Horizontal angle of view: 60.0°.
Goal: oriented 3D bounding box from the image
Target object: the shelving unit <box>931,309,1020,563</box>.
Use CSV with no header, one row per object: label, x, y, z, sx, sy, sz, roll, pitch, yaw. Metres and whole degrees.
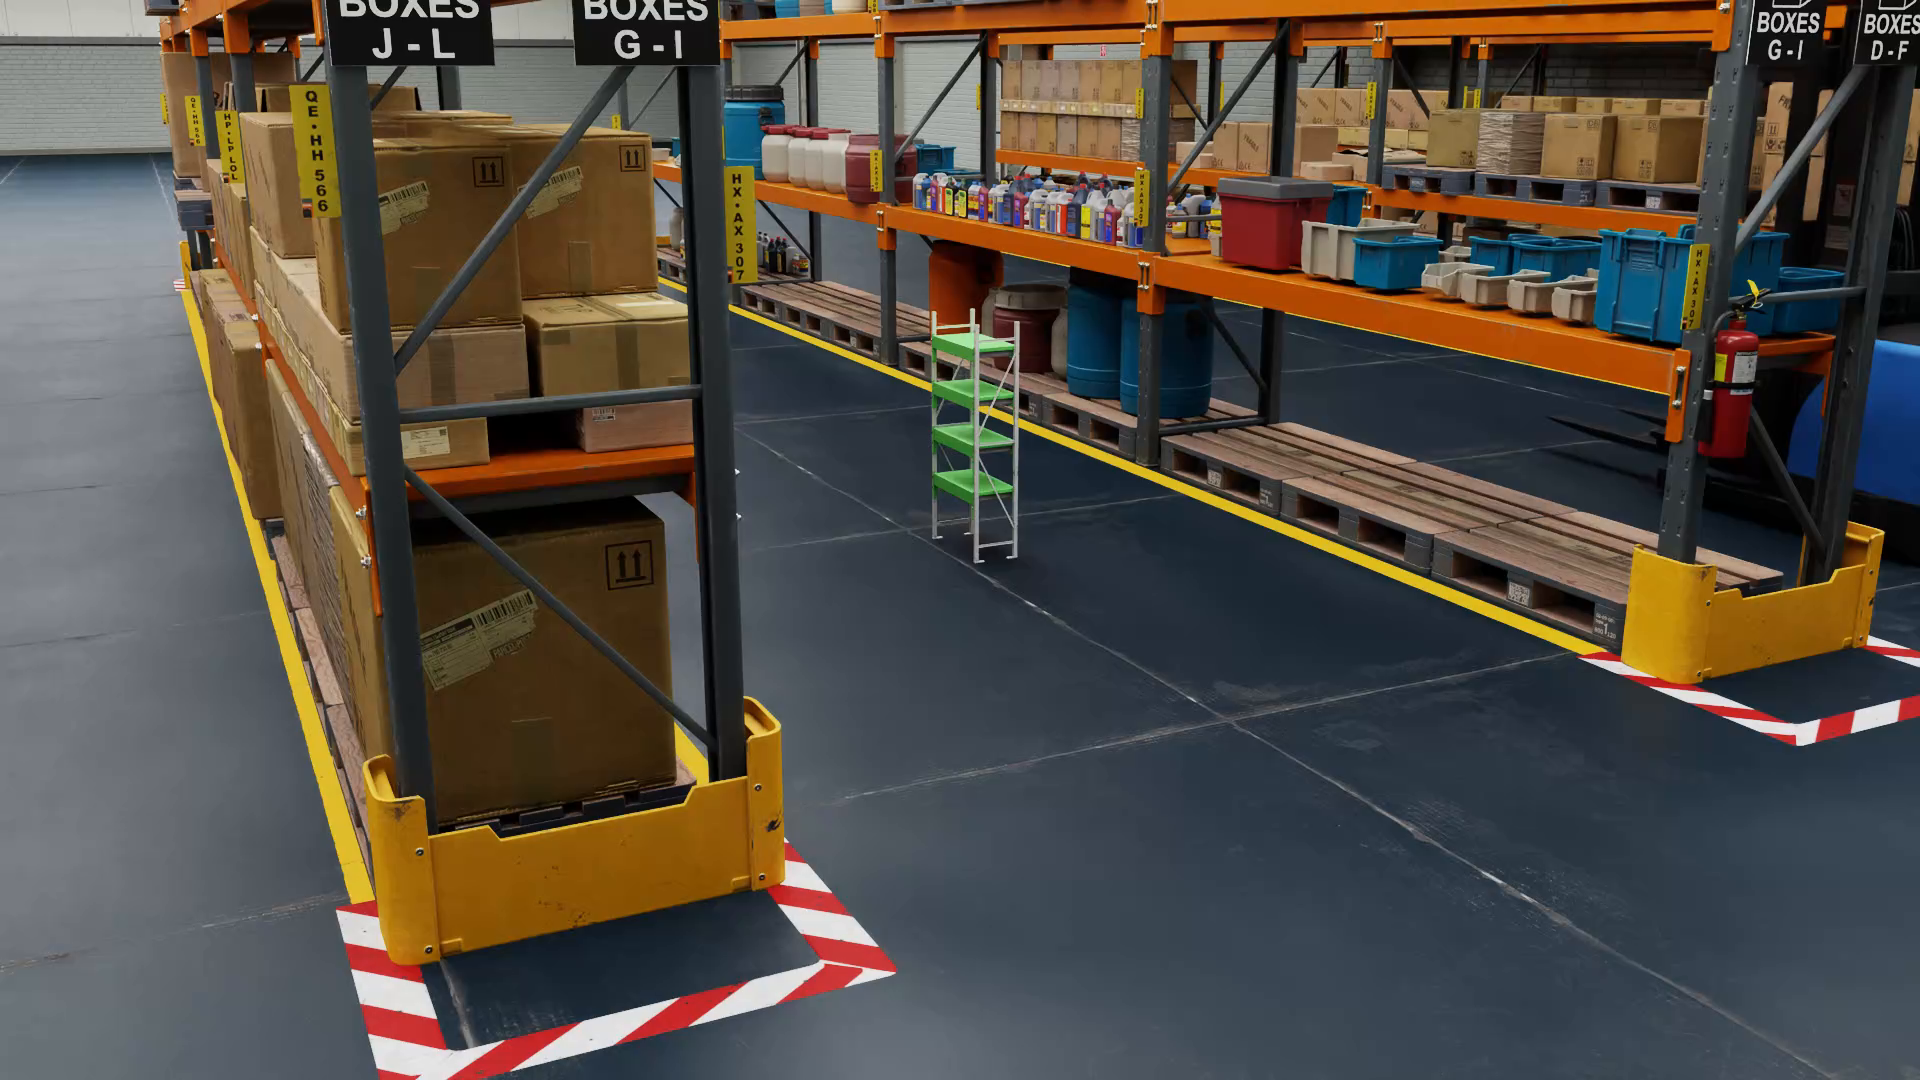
shelving unit,0.072,-0.536,8.442,0.258,1.200,0.503,-8,18,-25

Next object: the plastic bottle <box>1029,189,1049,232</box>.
plastic bottle,0.569,-2.266,11.433,0.152,0.276,0.135,-8,18,-25

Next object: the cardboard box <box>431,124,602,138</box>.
cardboard box,-1.546,-1.205,5.883,0.500,0.500,0.500,-8,18,-26

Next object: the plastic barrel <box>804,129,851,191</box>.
plastic barrel,-1.198,-3.456,15.110,0.433,0.535,0.433,0,16,0

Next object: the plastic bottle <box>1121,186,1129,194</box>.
plastic bottle,1.180,-2.378,11.834,0.097,0.271,0.097,0,16,0

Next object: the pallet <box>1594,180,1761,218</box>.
pallet,5.776,-2.677,12.989,1.003,0.211,1.213,-8,18,-25

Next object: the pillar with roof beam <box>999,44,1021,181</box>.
pillar with roof beam,-2.821,-11.403,32.172,9.100,9.000,0.400,-8,18,-25

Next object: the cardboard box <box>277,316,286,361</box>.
cardboard box,-2.480,-0.806,6.577,0.380,0.149,0.250,-7,18,-24

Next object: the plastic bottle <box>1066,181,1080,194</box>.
plastic bottle,0.834,-2.501,12.238,0.061,0.283,0.133,-8,18,-25

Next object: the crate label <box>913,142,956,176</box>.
crate label,-0.371,-3.248,14.567,0.502,0.435,0.616,-8,18,-25

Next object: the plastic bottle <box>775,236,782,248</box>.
plastic bottle,-1.995,-3.179,18.396,0.144,0.351,0.185,-8,18,-27

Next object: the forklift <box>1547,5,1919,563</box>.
forklift,4.703,-1.649,9.184,1.130,2.935,3.031,-7,17,-23

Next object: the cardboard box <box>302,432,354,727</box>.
cardboard box,-1.877,0.075,6.142,0.875,0.875,0.875,-8,18,-25

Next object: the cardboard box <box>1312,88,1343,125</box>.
cardboard box,5.369,-6.152,23.628,0.500,0.500,0.500,-8,18,-25

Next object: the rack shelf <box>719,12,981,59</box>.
rack shelf,-1.055,-4.544,15.013,1.077,0.370,4.000,-8,18,-25

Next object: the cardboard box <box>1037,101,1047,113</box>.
cardboard box,1.203,-5.514,21.170,0.380,0.149,0.250,-8,18,-27

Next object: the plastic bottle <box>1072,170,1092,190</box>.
plastic bottle,0.915,-2.552,12.294,0.144,0.351,0.185,-8,18,-25

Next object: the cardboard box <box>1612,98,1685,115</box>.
cardboard box,7.946,-4.830,19.166,0.700,0.500,0.500,-8,18,-25

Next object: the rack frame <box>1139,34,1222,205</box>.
rack frame,2.523,-4.542,19.139,1.000,3.000,0.127,-8,18,-25

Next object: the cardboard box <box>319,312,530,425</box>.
cardboard box,-1.577,-0.529,4.888,0.500,0.250,0.500,-8,18,-26

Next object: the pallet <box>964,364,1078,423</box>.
pallet,0.734,-1.119,12.268,1.003,0.211,1.213,-8,18,-25

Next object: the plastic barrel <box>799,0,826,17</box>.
plastic barrel,-1.227,-5.365,15.660,0.600,0.901,0.600,0,16,0

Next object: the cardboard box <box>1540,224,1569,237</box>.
cardboard box,7.583,-3.848,20.458,0.700,0.500,0.500,-8,18,-26

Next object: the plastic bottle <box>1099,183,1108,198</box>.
plastic bottle,0.925,-2.188,11.027,0.144,0.351,0.185,-8,18,-25

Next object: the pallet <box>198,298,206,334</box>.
pallet,-6.710,-2.167,15.920,1.003,0.211,1.213,-8,18,-25

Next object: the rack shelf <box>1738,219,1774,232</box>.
rack shelf,6.904,-1.716,10.597,1.077,0.370,4.000,-8,18,-25

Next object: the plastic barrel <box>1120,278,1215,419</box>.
plastic barrel,1.350,-1.290,10.852,0.600,0.901,0.708,-8,18,-25

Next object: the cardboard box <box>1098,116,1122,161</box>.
cardboard box,2.086,-4.829,19.959,0.700,0.500,0.500,-8,18,-25

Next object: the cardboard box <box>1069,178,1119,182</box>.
cardboard box,1.724,-4.431,21.617,0.500,0.500,0.500,-8,18,-25

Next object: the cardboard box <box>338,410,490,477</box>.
cardboard box,-1.579,-0.298,4.805,0.380,0.149,0.250,-7,18,-24

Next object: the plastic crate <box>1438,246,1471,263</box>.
plastic crate,2.607,-1.467,8.794,0.293,0.136,0.466,-8,18,-25

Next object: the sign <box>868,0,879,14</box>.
sign,-0.670,-4.275,12.963,0.100,0.325,0.005,-8,18,-25

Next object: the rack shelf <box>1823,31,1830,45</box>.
rack shelf,9.603,-4.749,15.729,1.077,0.370,4.000,-8,18,-25

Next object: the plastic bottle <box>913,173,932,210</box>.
plastic bottle,-0.280,-2.746,13.107,0.152,0.276,0.135,-8,18,-25

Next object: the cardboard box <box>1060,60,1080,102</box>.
cardboard box,1.663,-5.696,20.627,0.700,0.500,0.500,-8,18,-25

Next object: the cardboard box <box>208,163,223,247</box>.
cardboard box,-4.435,-2.121,10.521,0.500,0.500,0.500,-8,18,-26

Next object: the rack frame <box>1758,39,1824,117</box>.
rack frame,8.727,-4.149,17.772,1.000,3.000,0.127,-8,18,-25

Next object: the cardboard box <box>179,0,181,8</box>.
cardboard box,-5.507,-4.058,12.287,0.500,0.250,0.500,-7,17,-23

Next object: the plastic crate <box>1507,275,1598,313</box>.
plastic crate,2.692,-1.124,7.600,0.396,0.136,0.243,-8,18,-25

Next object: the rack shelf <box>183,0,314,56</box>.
rack shelf,-3.755,-2.954,9.471,1.077,0.370,4.000,-8,18,-25

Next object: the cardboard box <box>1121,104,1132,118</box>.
cardboard box,2.105,-5.004,19.395,0.380,0.149,0.250,-8,18,-26

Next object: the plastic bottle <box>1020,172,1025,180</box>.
plastic bottle,0.483,-2.790,13.247,0.061,0.283,0.133,-8,18,-25

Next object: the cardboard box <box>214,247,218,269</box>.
cardboard box,-7.123,-2.735,16.615,0.500,0.500,0.500,-9,19,-30

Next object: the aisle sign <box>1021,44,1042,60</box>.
aisle sign,1.006,-6.835,22.417,0.394,0.787,0.004,-8,18,-25

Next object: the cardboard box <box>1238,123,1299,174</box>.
cardboard box,3.295,-4.142,17.566,0.500,0.500,0.500,-8,18,-25

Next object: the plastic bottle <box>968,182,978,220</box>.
plastic bottle,0.109,-2.507,12.281,0.097,0.271,0.097,0,16,0

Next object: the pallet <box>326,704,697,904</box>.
pallet,-1.547,0.782,5.644,1.003,0.211,1.213,-8,18,-25

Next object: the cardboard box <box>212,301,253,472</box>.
cardboard box,-3.569,-0.920,9.609,1.225,0.875,0.875,-8,18,-27

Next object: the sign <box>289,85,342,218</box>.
sign,-1.620,-0.978,4.193,0.100,0.325,0.005,-8,18,-25

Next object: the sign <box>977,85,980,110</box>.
sign,0.269,-5.922,22.236,0.100,0.325,0.005,-8,18,-25

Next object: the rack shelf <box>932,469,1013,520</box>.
rack shelf,0.073,-0.244,8.526,0.258,0.148,0.480,-8,18,-25

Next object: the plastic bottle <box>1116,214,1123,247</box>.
plastic bottle,1.035,-1.949,10.464,0.097,0.201,0.097,0,16,0
